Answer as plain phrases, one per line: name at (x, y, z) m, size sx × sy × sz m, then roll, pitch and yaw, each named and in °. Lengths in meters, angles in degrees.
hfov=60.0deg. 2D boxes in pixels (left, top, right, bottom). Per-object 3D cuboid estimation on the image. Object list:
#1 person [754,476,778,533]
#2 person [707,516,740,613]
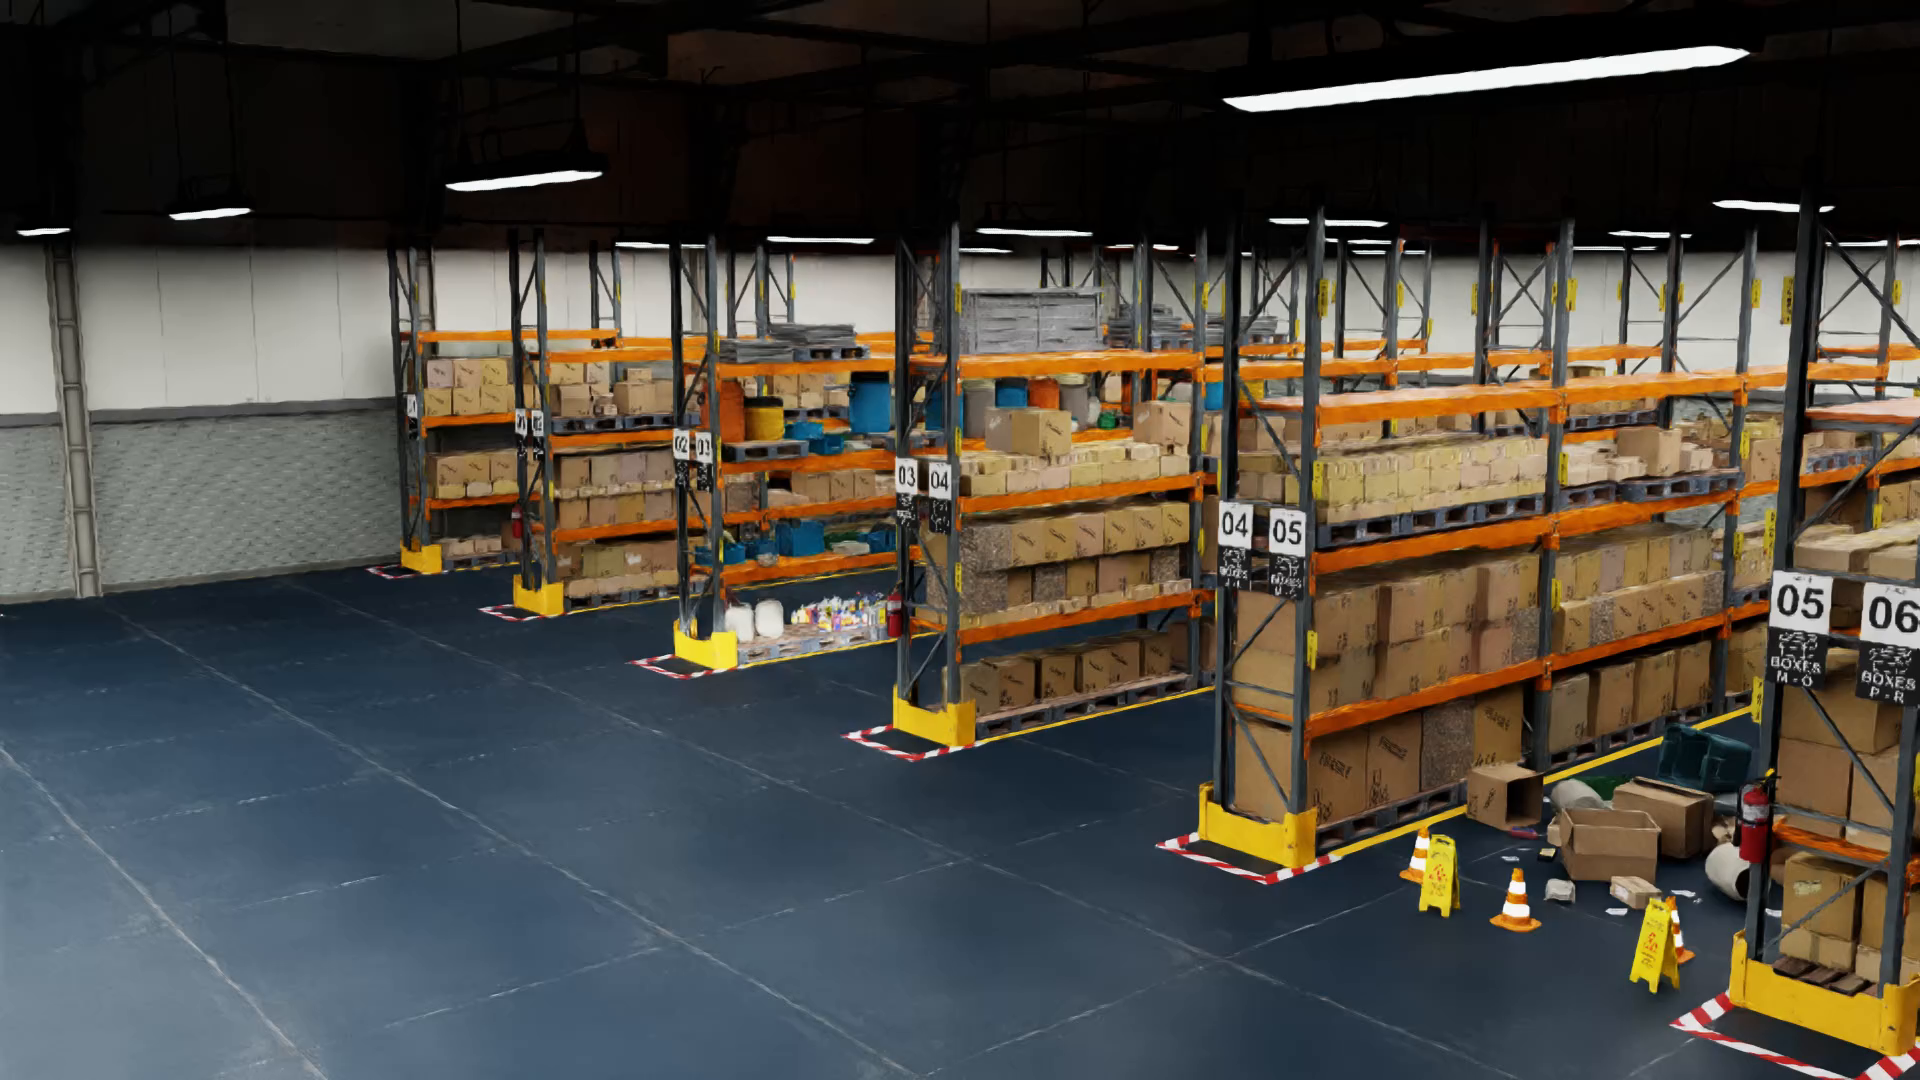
person at (-3.697, -0.433, 31.243) m, size 1.086 × 1.589 × 0.495 m, roll -7°, pitch 11°, yaw -37°
person at (-3.641, 0.385, 25.936) m, size 0.590 × 1.635 × 0.687 m, roll 8°, pitch 12°, yaw 41°
